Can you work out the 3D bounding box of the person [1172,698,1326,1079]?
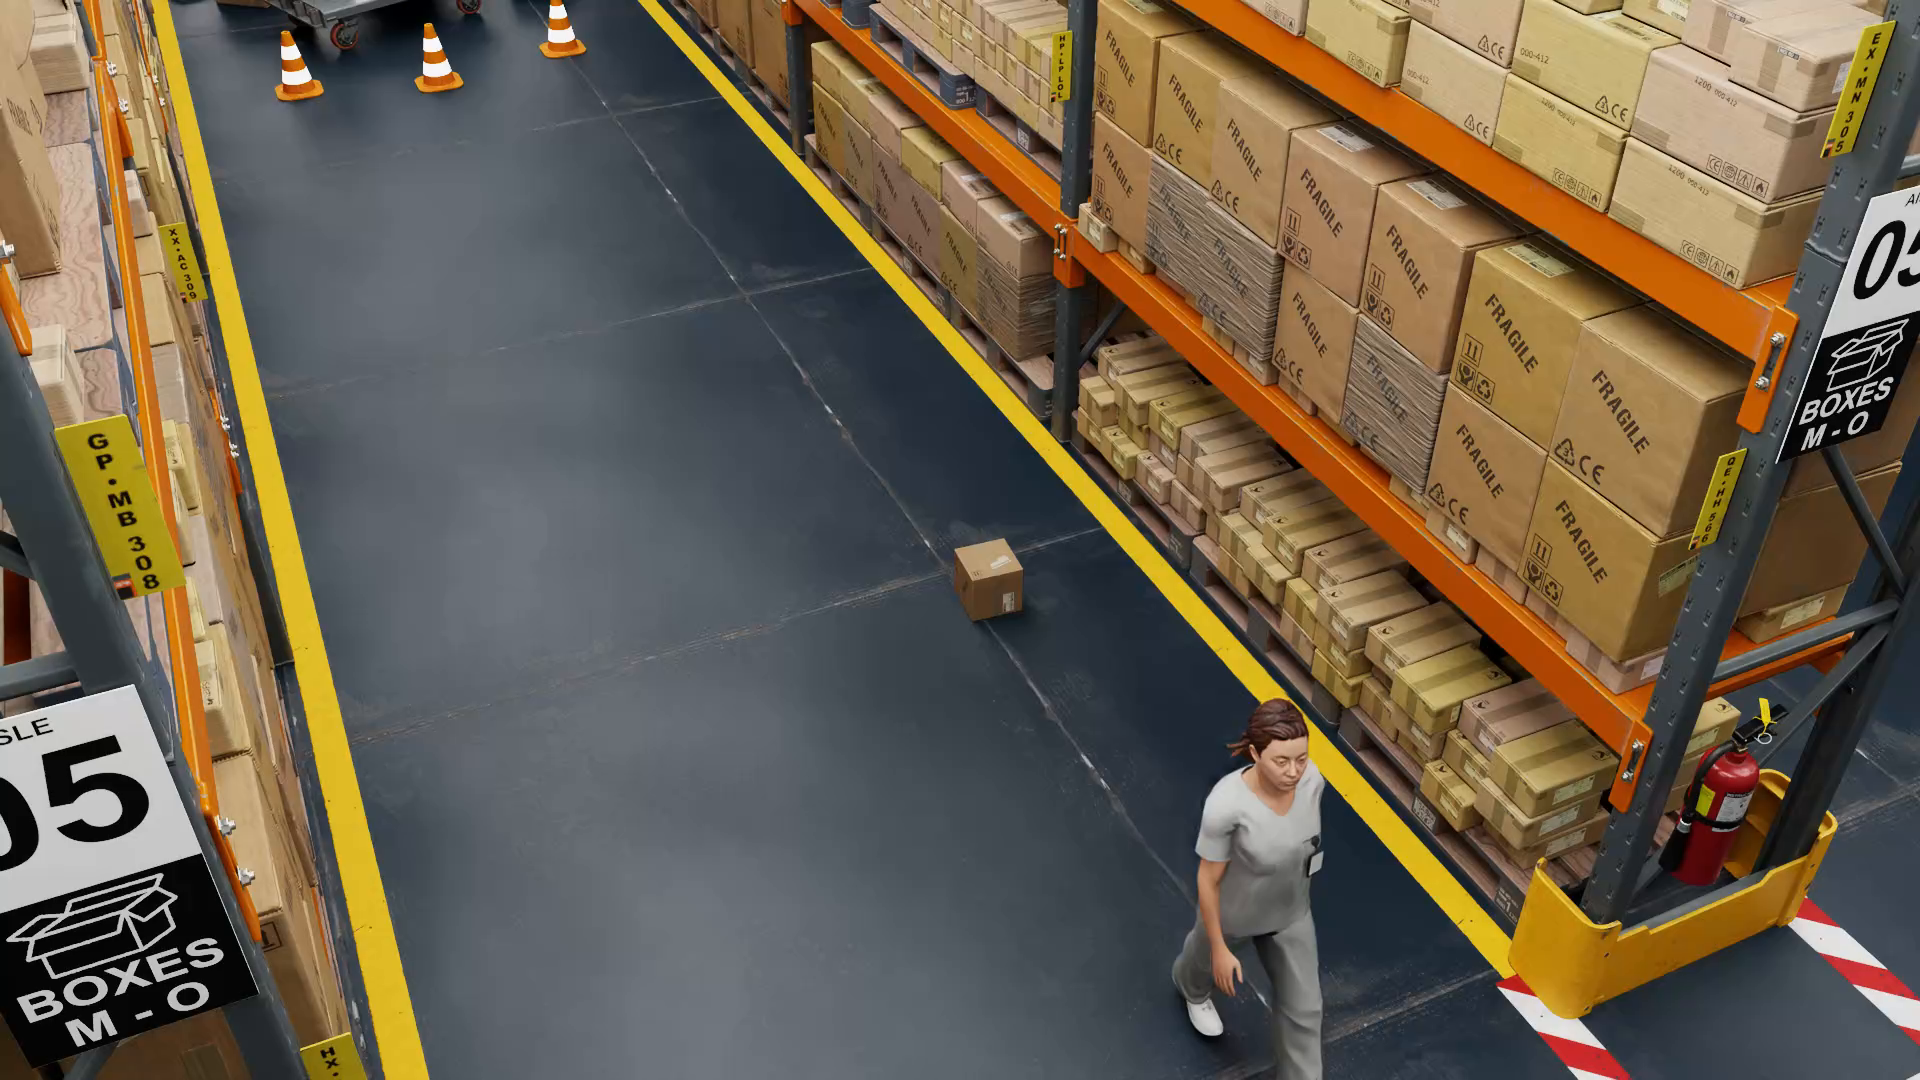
[{"bbox_3d":[0.966,1.216,5.248,0.474,1.618,0.943,-11,39,-14],"label":"person"}]
